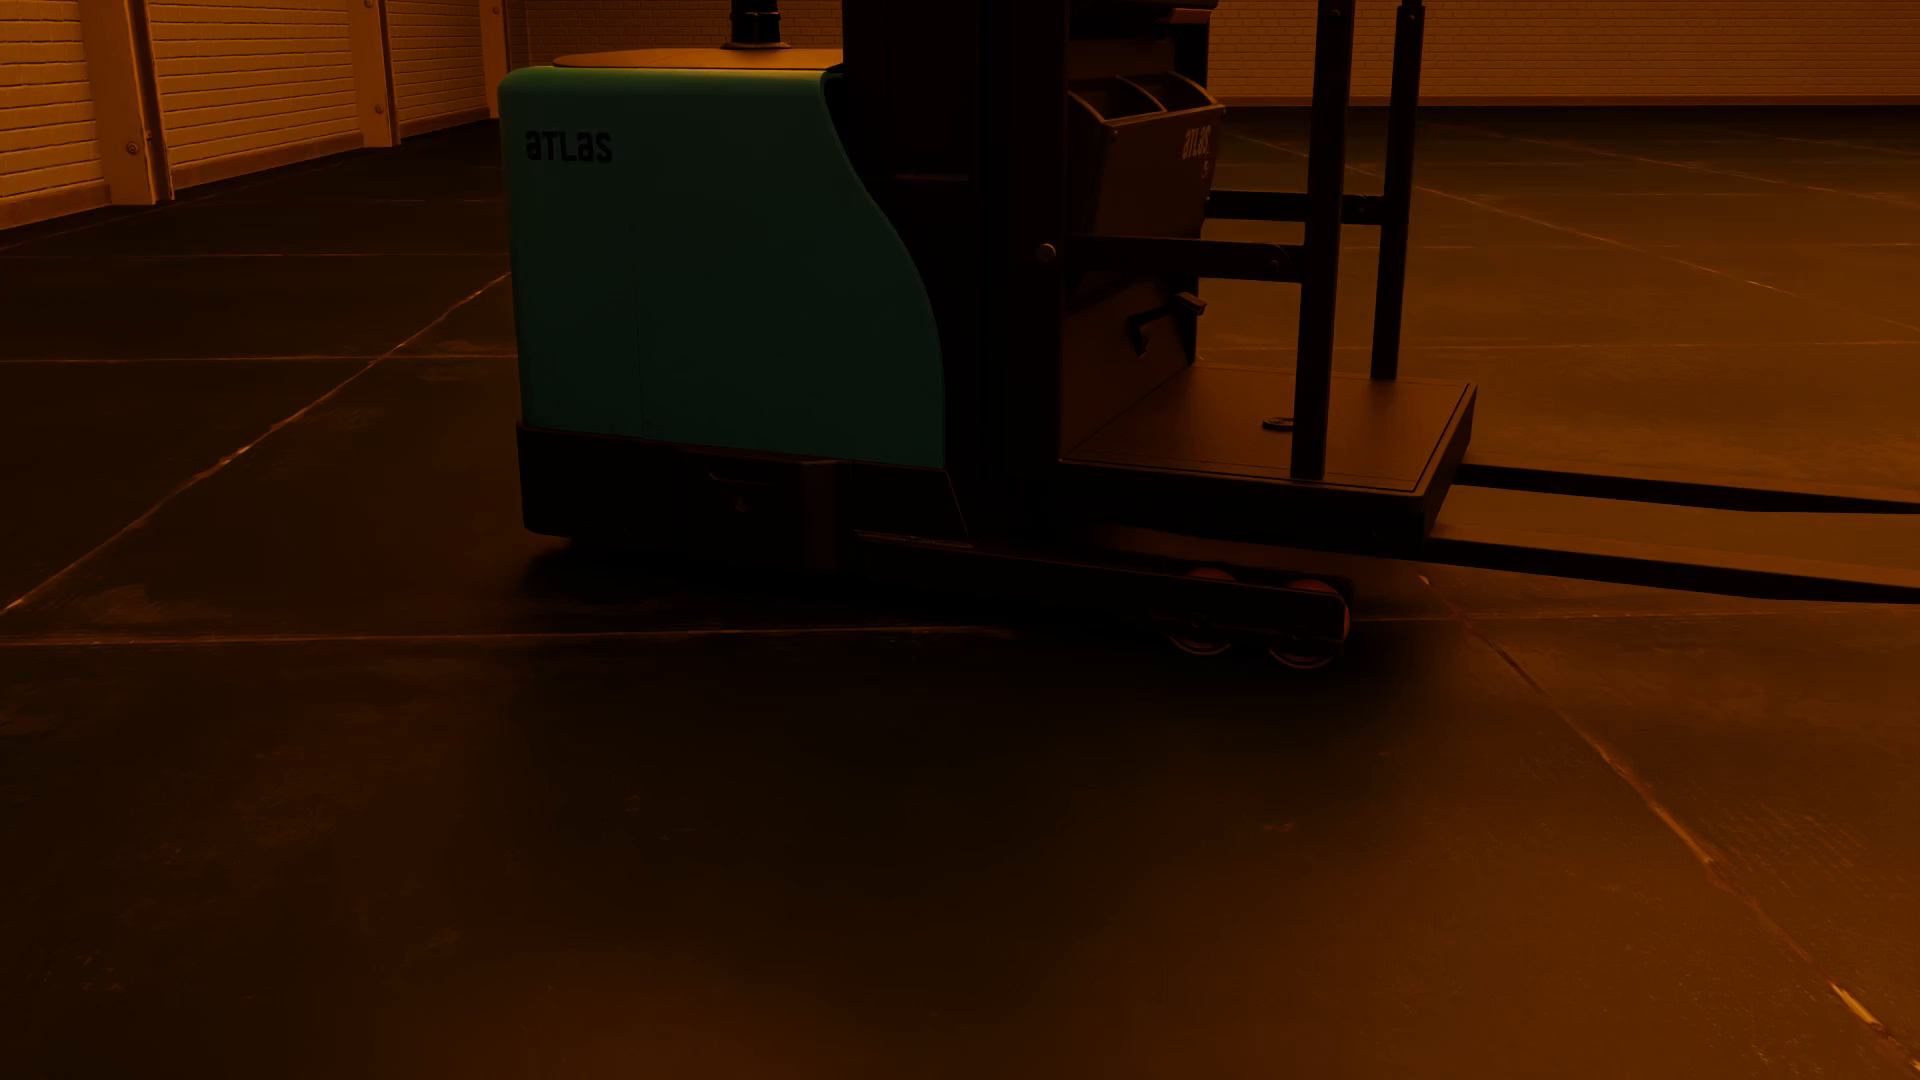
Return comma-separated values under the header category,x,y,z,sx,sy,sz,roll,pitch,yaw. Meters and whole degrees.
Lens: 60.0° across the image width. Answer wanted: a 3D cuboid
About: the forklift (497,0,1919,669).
category,x,y,z,sx,sy,sz,roll,pitch,yaw
forklift,0.575,-1.335,3.271,3.031,2.935,1.130,7,18,21
